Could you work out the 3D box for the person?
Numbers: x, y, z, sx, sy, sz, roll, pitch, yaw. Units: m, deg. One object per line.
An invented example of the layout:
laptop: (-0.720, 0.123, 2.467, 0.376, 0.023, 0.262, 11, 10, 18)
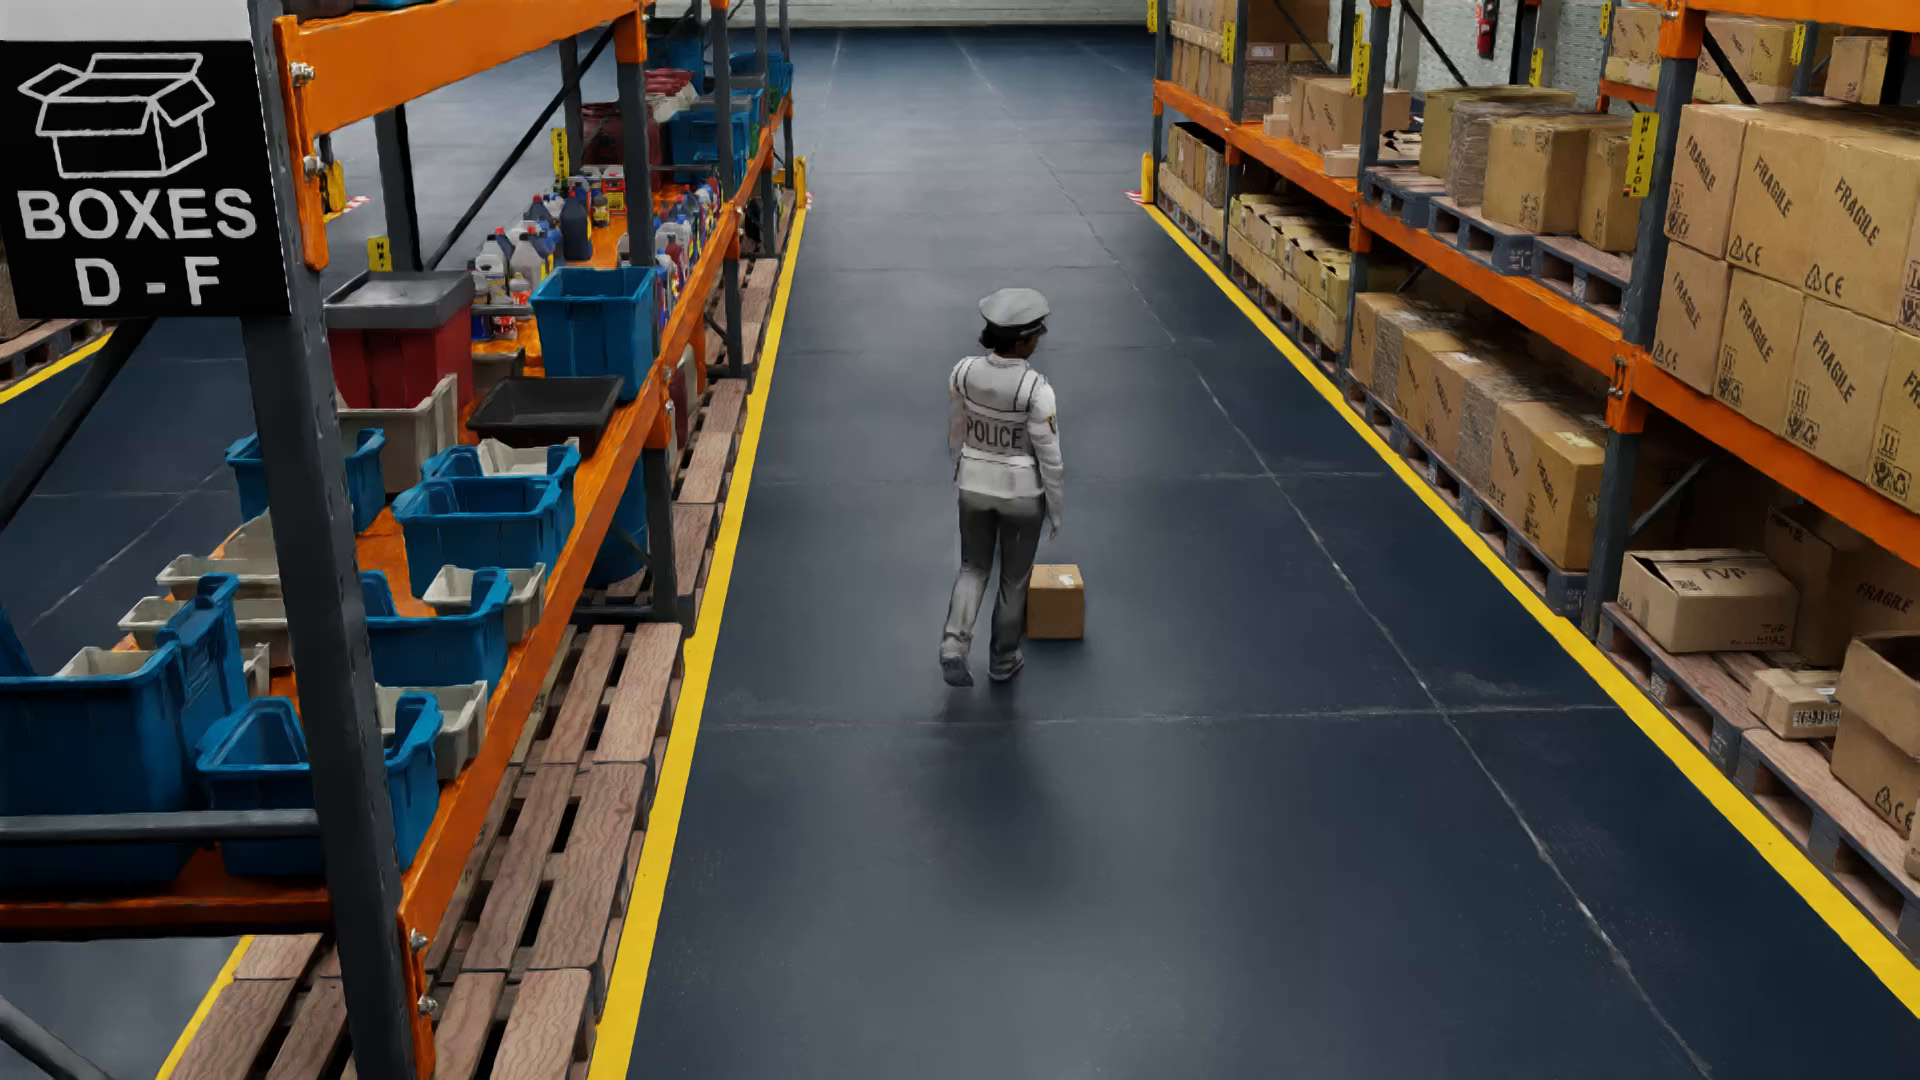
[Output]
person: (0.180, -0.172, 6.532, 0.501, 1.654, 0.615, 9, 22, 22)
